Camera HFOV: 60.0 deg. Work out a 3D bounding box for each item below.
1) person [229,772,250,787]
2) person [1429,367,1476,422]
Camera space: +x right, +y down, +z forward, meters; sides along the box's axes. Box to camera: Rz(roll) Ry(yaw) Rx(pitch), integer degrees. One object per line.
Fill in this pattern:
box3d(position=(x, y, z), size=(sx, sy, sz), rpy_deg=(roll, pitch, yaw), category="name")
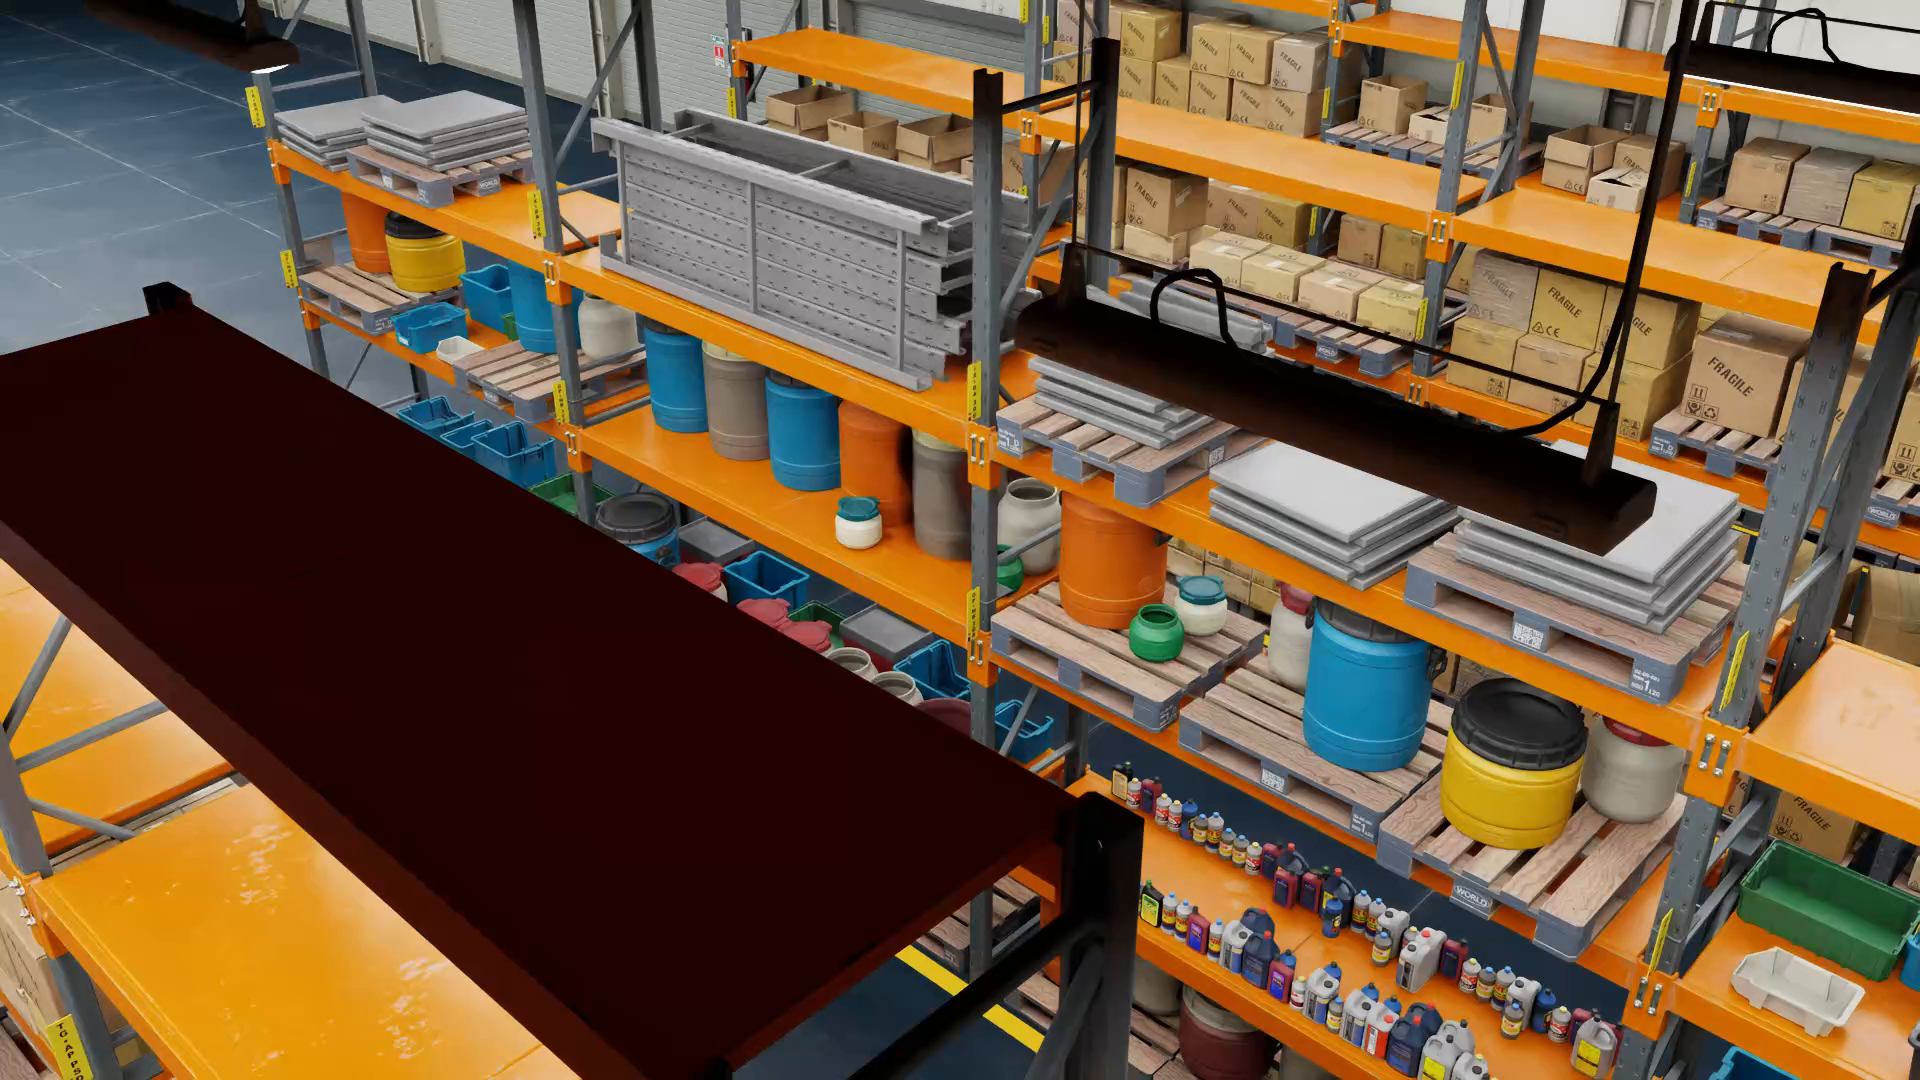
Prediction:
box3d(position=(-5.294, 1.454, 11.894), size=(0.591, 1.726, 0.434), rpy_deg=(16, 33, 26), category="person")
box3d(position=(4.998, -1.258, 16.811), size=(0.412, 1.735, 0.537), rpy_deg=(-9, 31, -15), category="person")
